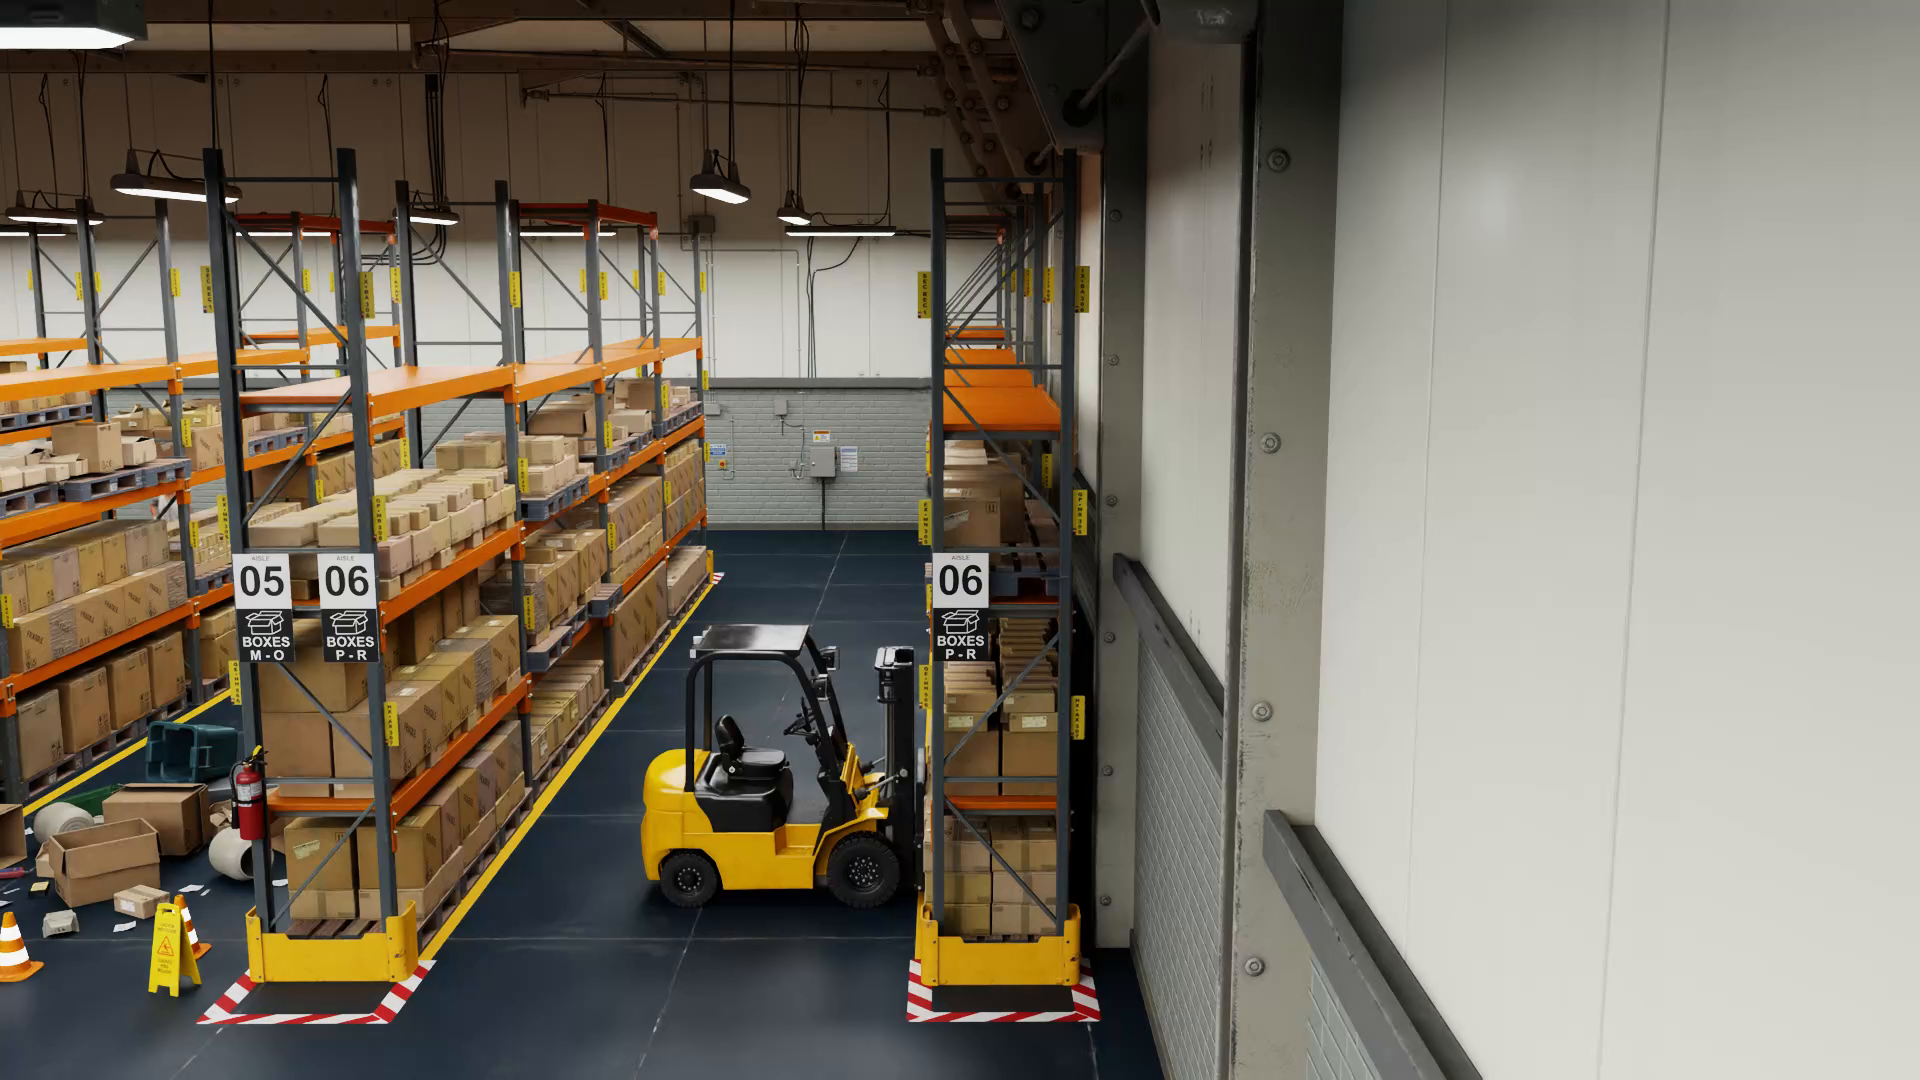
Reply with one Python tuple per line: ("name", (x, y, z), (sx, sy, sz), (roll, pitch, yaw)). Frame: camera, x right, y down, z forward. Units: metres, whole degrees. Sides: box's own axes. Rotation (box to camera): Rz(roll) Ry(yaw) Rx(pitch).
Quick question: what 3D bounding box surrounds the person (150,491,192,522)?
("person", (-13.364, -0.205, 28.203), (0.657, 1.772, 0.706), (-4, 10, -23))
